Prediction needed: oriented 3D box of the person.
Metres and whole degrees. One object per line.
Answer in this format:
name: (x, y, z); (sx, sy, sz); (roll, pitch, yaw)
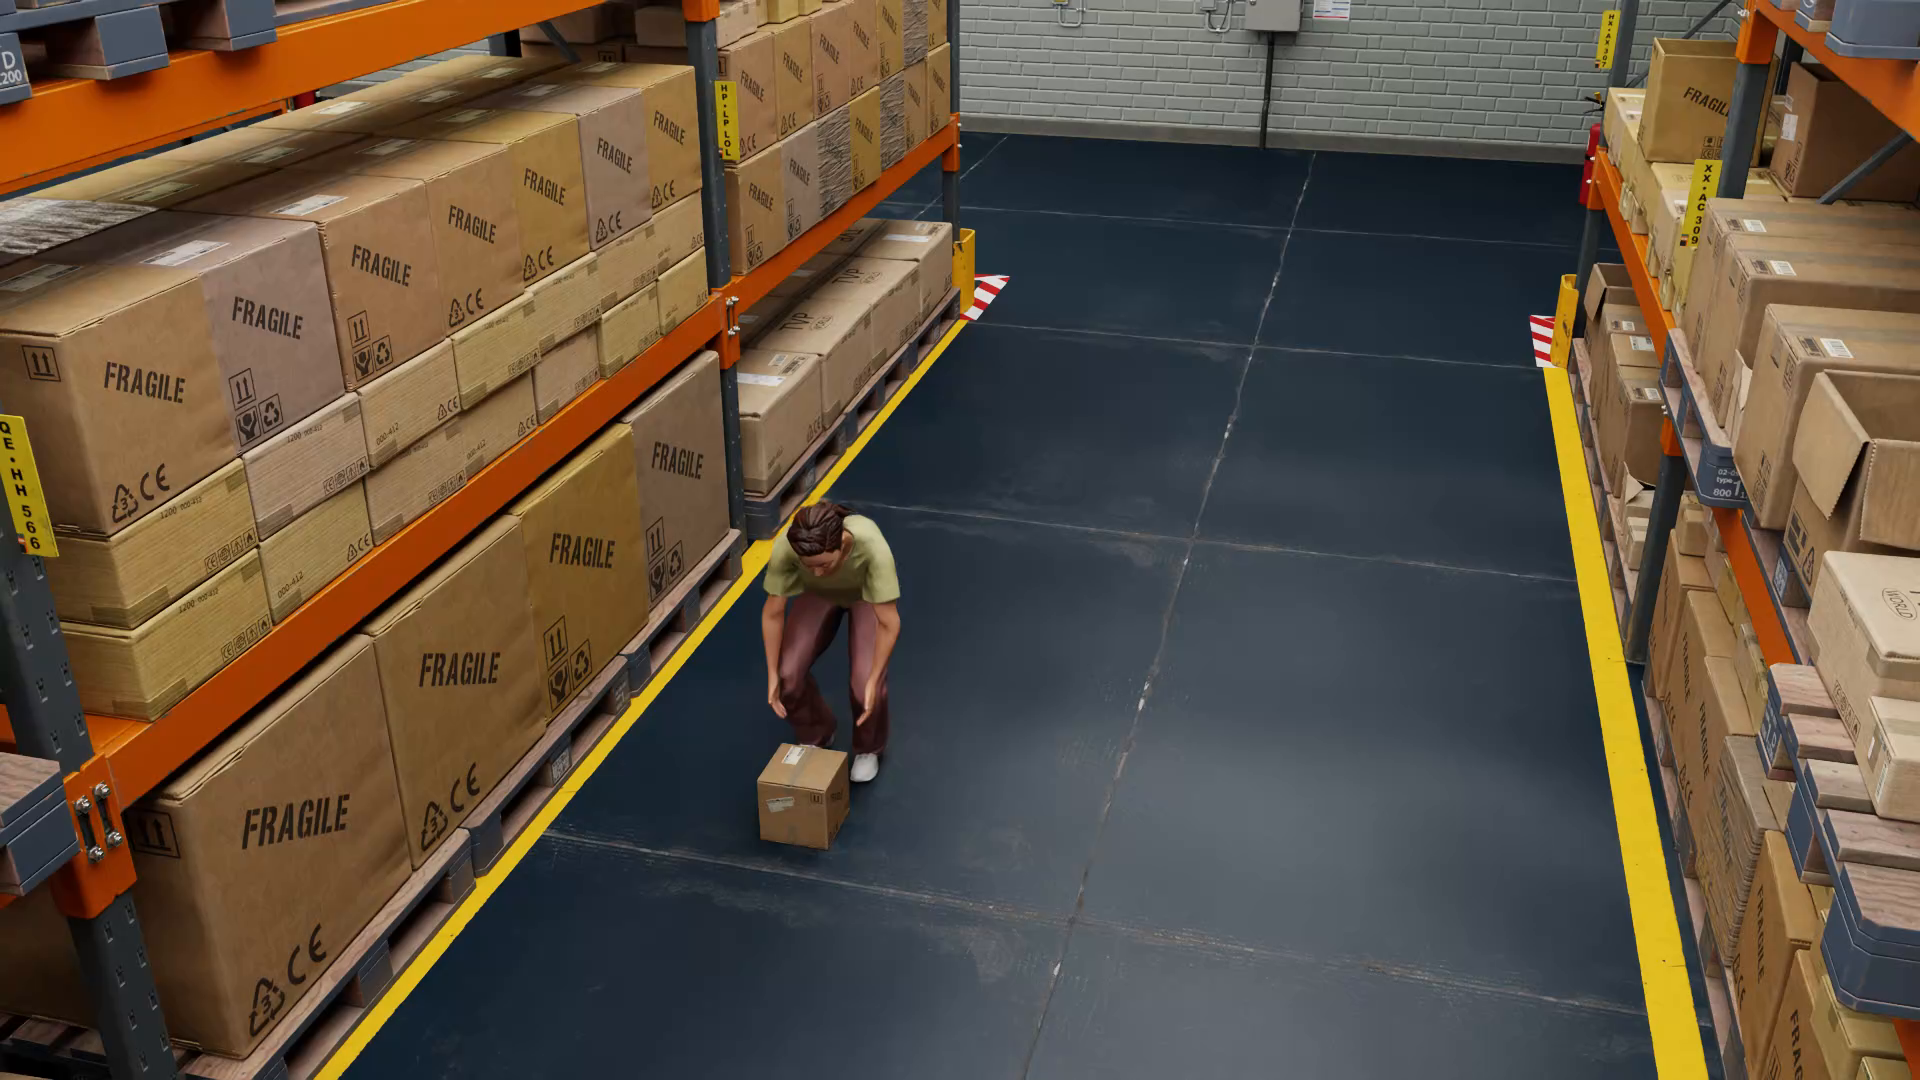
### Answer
person: (-0.426, 0.319, 6.013); (0.506, 1.187, 0.730); (6, 26, 13)
